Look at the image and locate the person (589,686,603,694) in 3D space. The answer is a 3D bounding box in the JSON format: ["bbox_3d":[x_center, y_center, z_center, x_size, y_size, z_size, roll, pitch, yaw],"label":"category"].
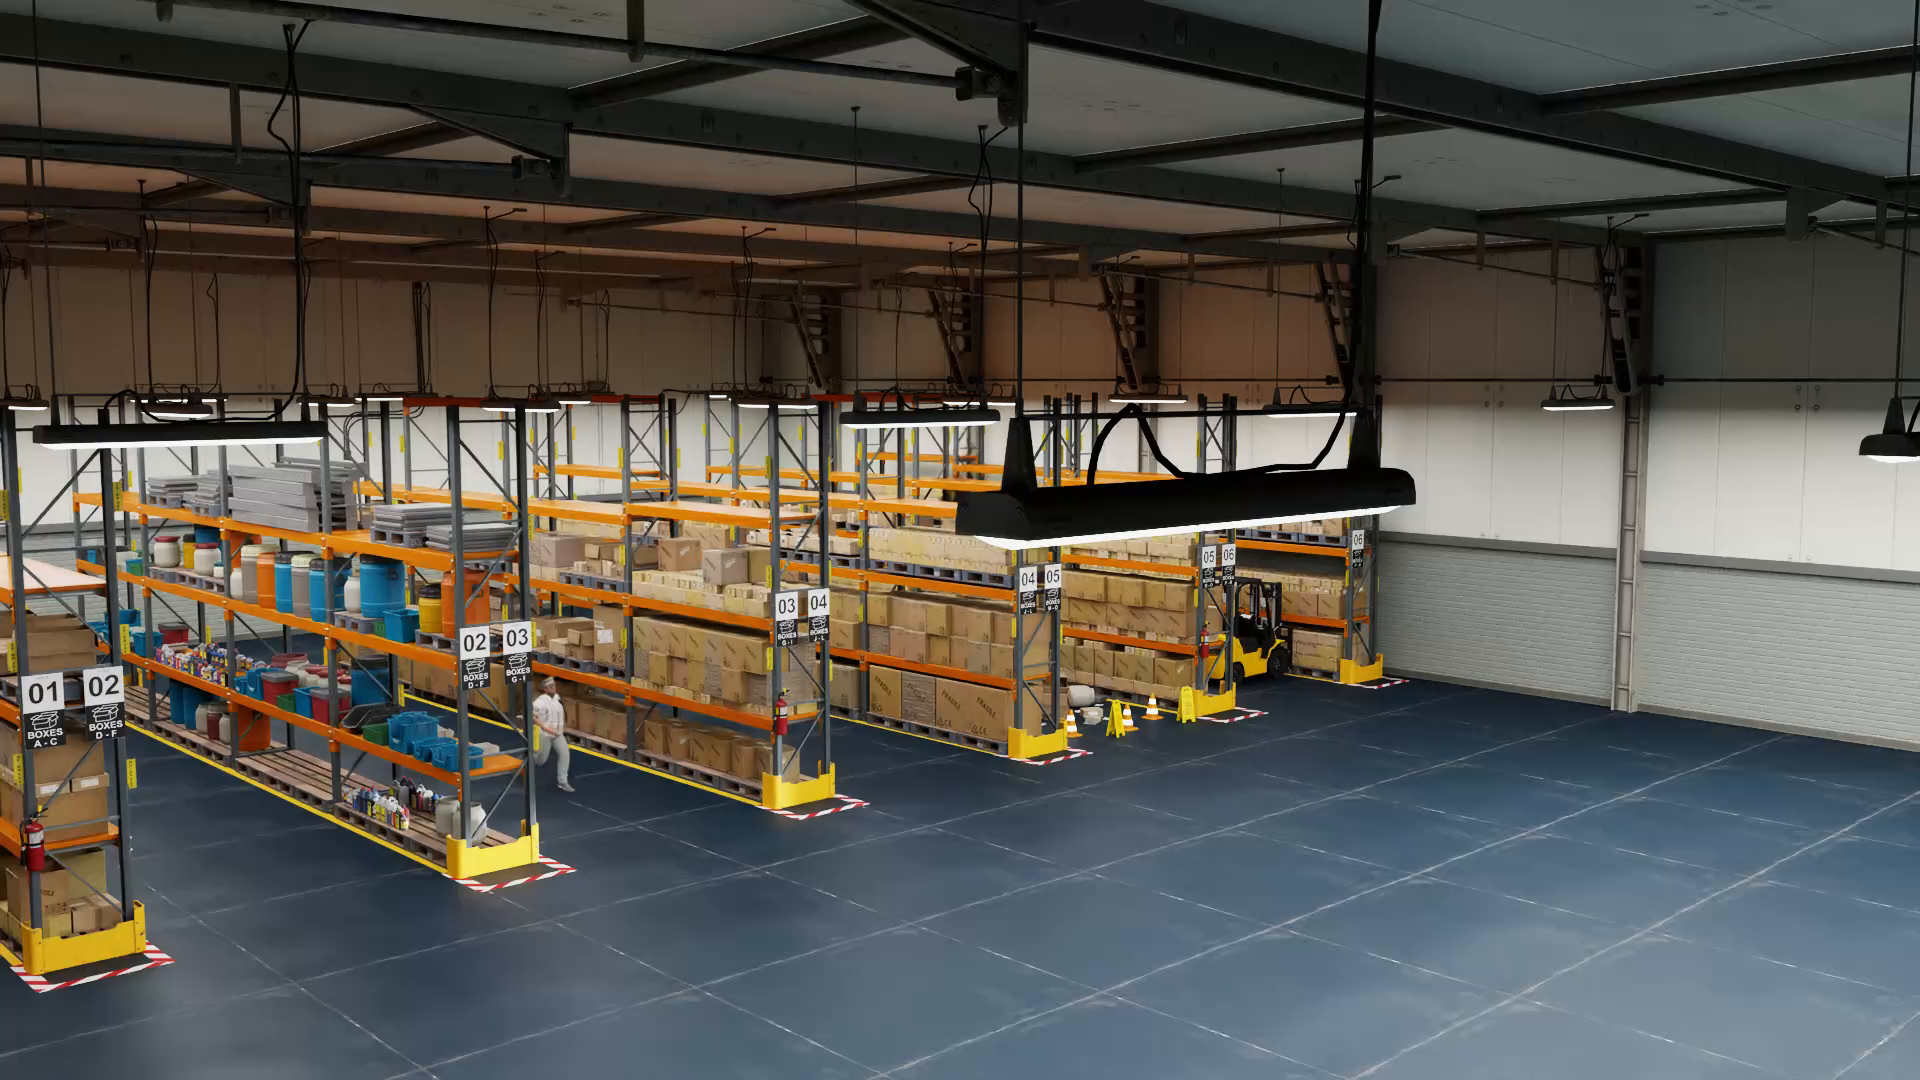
[{"bbox_3d":[-6.977,2.380,32.043,0.608,1.705,0.833,-4,7,-36],"label":"person"}]

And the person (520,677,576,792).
[{"bbox_3d":[-6.390,2.995,25.775,1.023,1.783,0.642,4,7,35],"label":"person"}]

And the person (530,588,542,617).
[{"bbox_3d":[-9.679,1.888,37.590,0.598,1.622,0.533,-5,7,-41],"label":"person"}]
